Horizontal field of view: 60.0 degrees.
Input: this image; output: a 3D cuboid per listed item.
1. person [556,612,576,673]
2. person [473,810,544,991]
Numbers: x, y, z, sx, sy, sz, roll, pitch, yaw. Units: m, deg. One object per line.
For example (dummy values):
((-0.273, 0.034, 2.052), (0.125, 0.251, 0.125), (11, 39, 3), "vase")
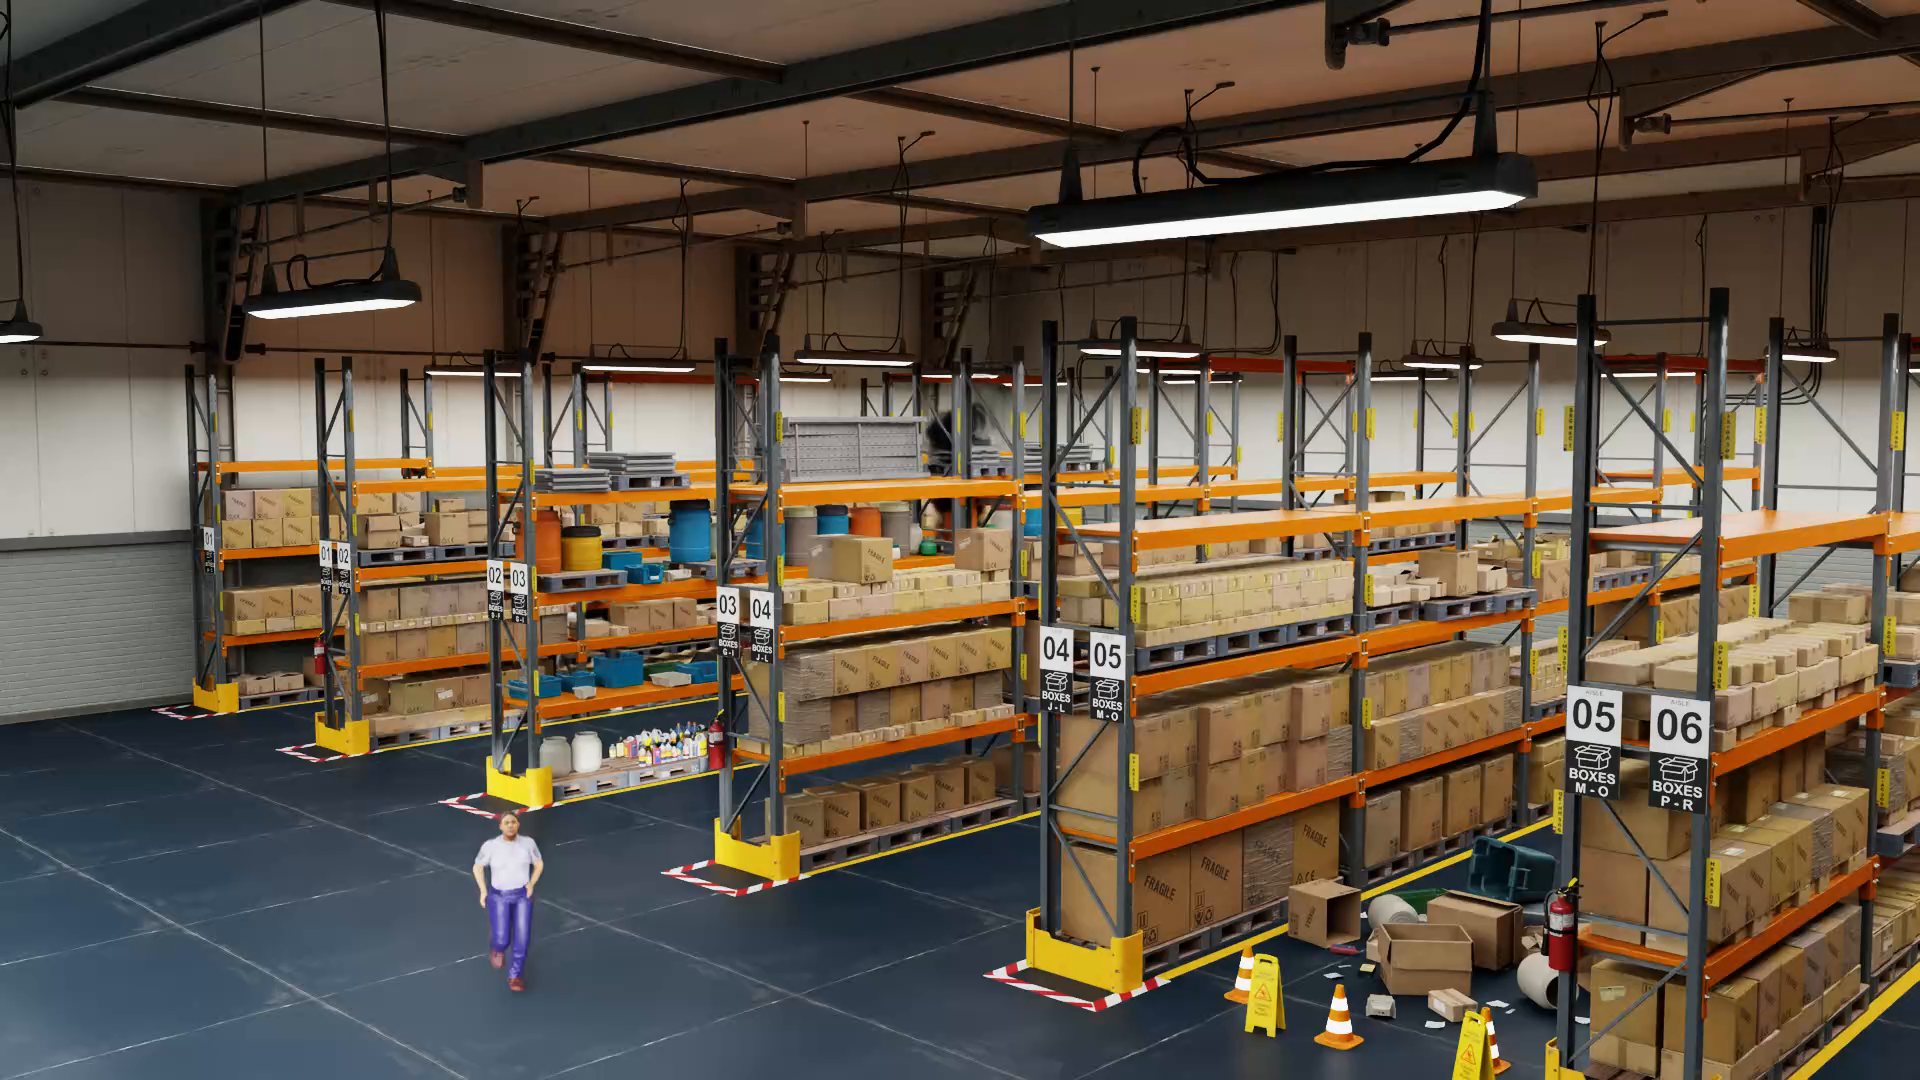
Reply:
((-7.272, 1.952, 30.392), (0.720, 1.834, 0.787), (4, 6, 39), "person")
((-4.052, 3.229, 14.982), (0.614, 1.605, 0.551), (-2, 5, -22), "person")
